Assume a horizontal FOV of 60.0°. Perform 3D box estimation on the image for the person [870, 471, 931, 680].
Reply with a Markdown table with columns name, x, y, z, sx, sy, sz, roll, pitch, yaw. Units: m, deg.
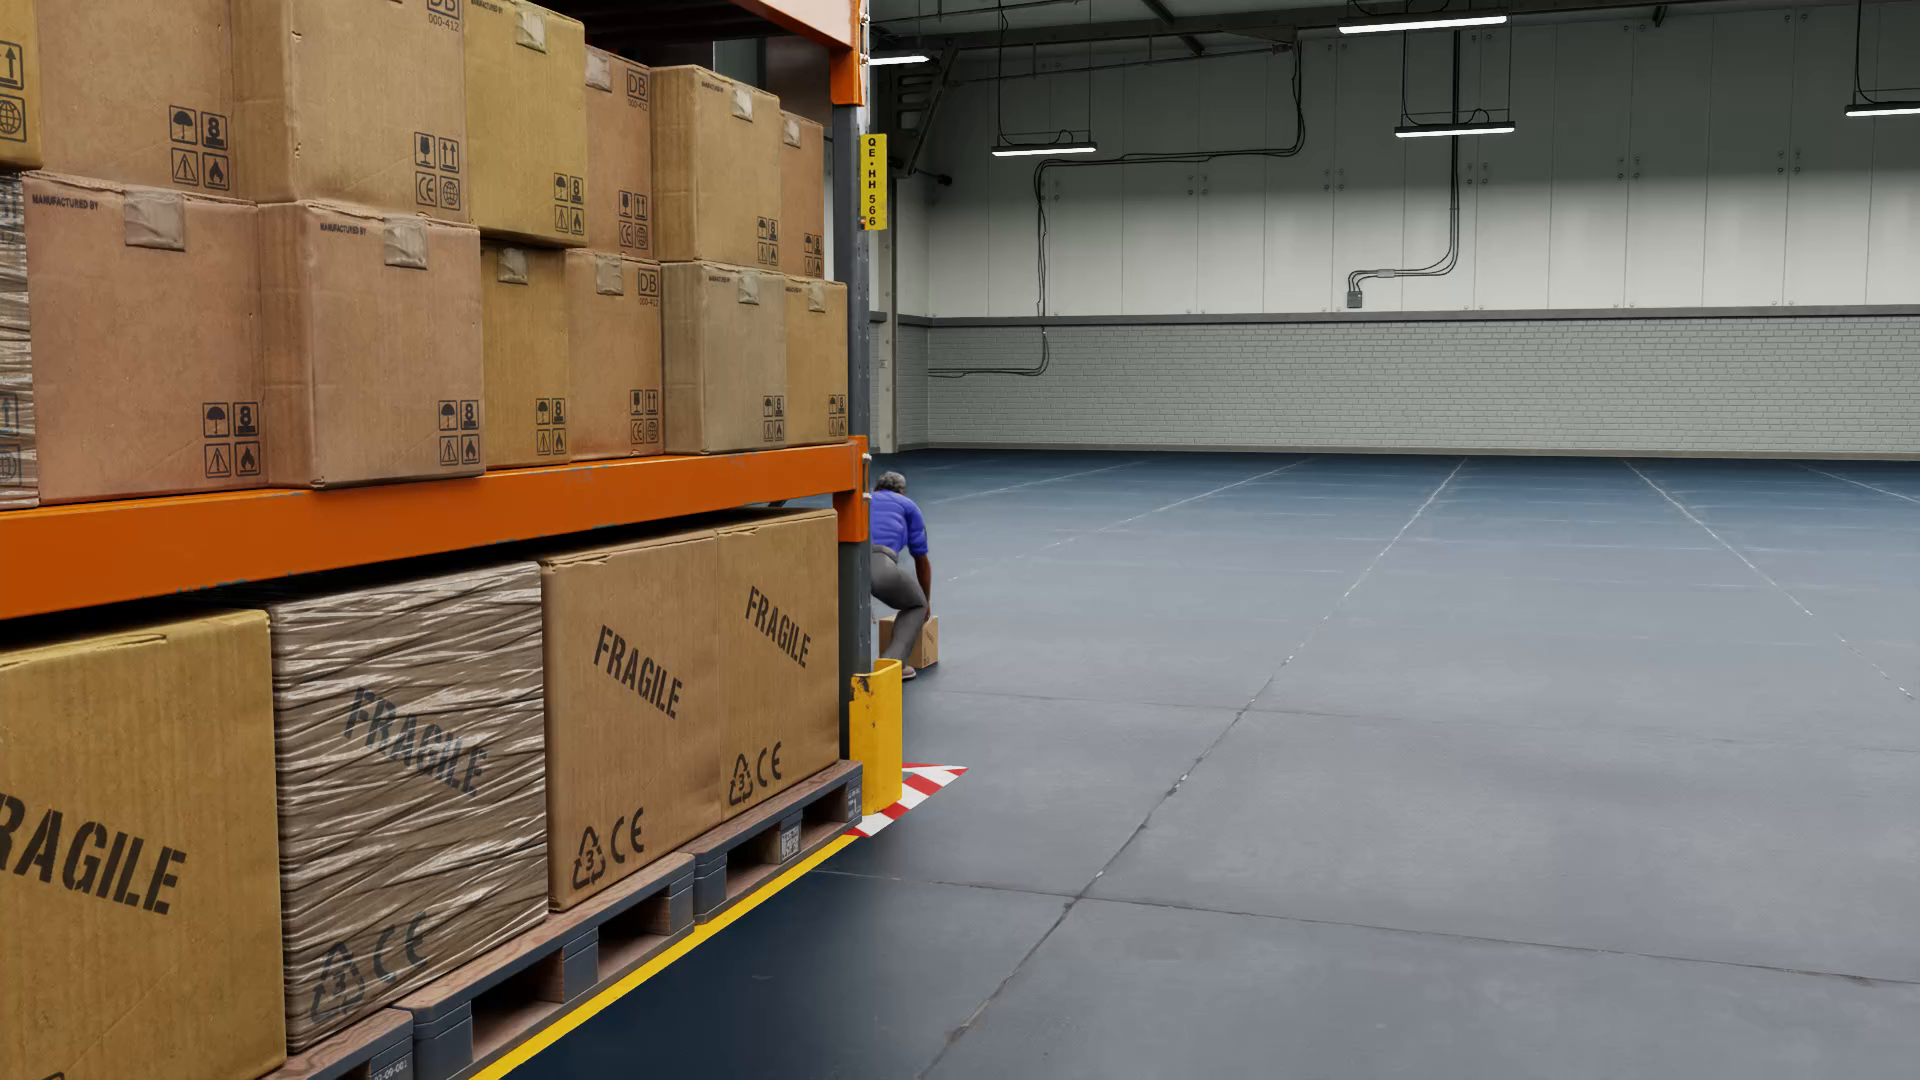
| name | x | y | z | sx | sy | sz | roll | pitch | yaw |
| --- | --- | --- | --- | --- | --- | --- | --- | --- | --- |
| person | -0.431 | 0.185 | 8.587 | 0.494 | 1.052 | 0.763 | 2 | 6 | 18 |
